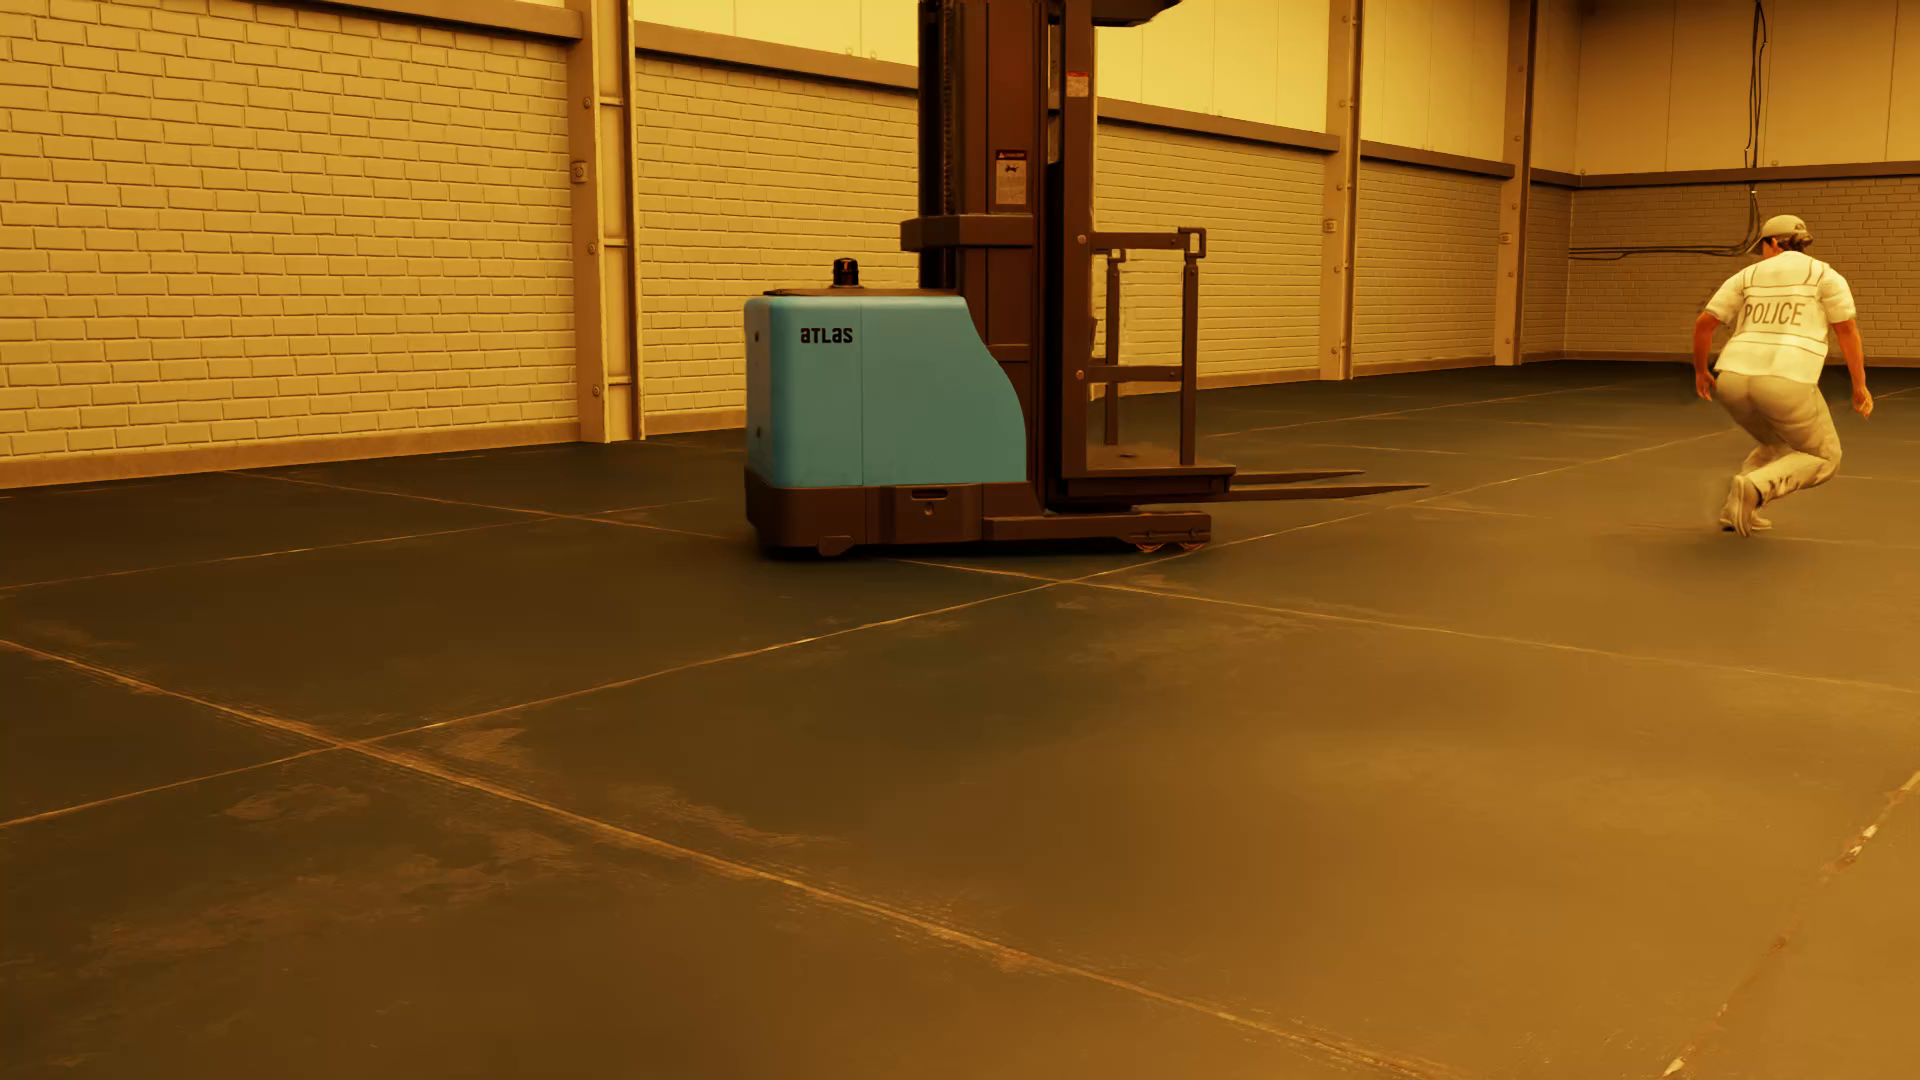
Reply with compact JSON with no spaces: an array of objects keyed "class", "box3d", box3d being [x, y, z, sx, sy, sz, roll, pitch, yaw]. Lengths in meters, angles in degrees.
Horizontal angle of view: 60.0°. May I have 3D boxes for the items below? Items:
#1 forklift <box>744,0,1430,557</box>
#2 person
[{"class":"forklift","box3d":[0.592,-1.473,7.347,3.031,2.935,1.130,-2,9,-14]},{"class":"person","box3d":[3.675,-0.741,7.542,0.622,1.456,0.757,-5,10,-33]}]
